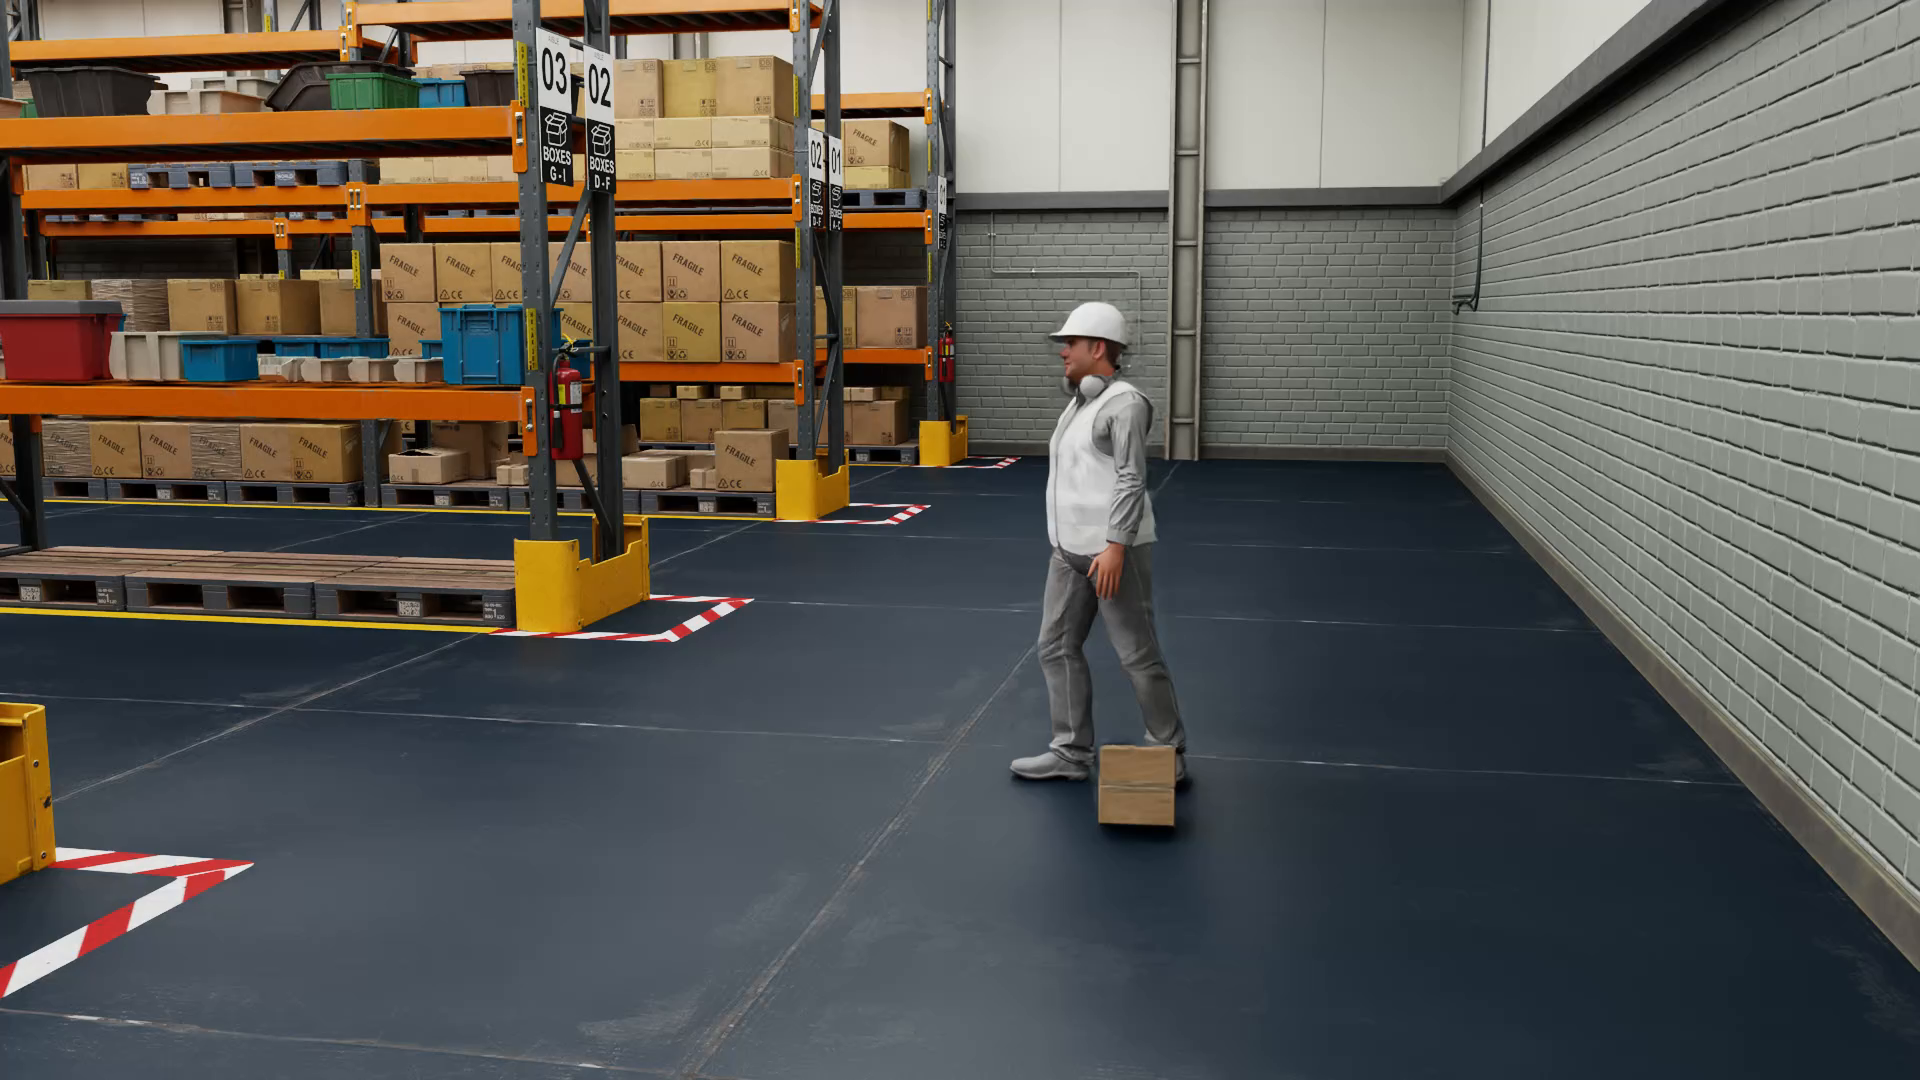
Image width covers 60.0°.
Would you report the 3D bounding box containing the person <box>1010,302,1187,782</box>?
[{"bbox_3d":[0.529,0.016,6.121,0.618,1.766,0.614,-3,9,-22],"label":"person"}]
